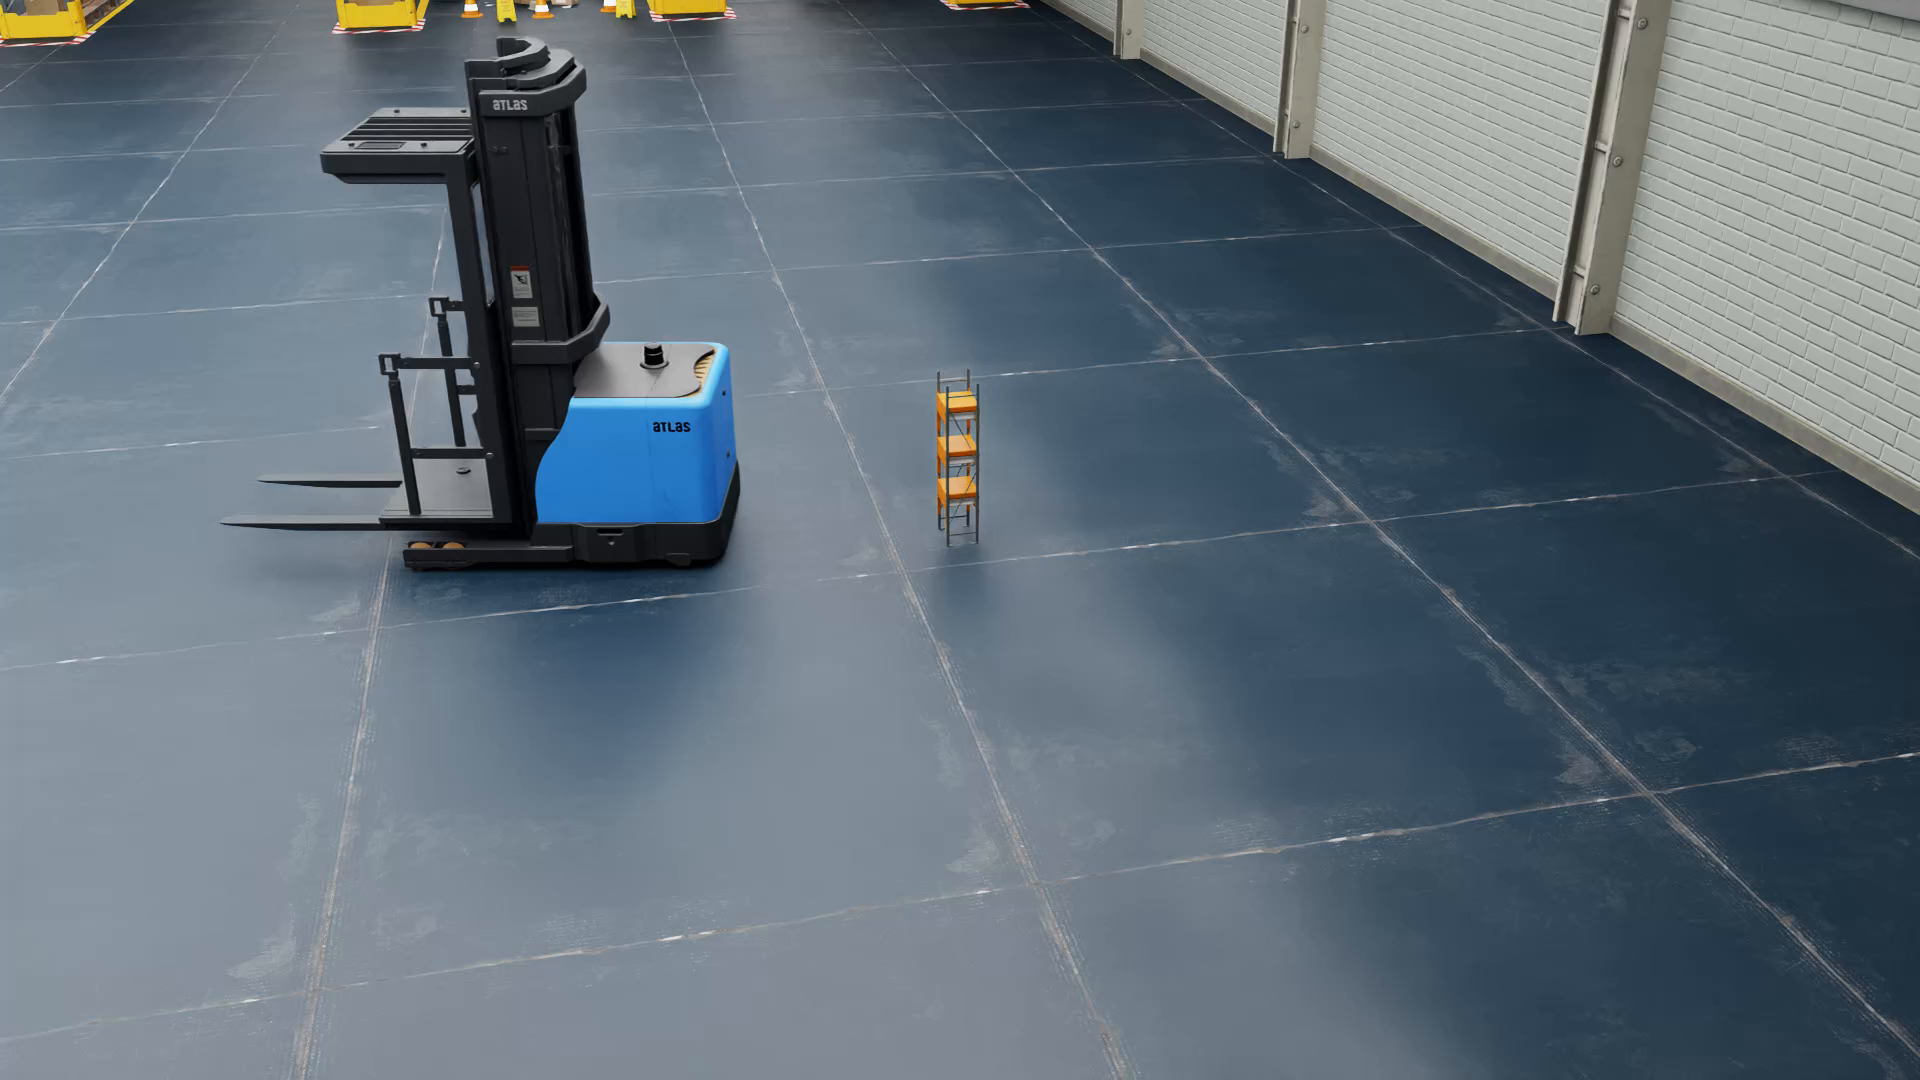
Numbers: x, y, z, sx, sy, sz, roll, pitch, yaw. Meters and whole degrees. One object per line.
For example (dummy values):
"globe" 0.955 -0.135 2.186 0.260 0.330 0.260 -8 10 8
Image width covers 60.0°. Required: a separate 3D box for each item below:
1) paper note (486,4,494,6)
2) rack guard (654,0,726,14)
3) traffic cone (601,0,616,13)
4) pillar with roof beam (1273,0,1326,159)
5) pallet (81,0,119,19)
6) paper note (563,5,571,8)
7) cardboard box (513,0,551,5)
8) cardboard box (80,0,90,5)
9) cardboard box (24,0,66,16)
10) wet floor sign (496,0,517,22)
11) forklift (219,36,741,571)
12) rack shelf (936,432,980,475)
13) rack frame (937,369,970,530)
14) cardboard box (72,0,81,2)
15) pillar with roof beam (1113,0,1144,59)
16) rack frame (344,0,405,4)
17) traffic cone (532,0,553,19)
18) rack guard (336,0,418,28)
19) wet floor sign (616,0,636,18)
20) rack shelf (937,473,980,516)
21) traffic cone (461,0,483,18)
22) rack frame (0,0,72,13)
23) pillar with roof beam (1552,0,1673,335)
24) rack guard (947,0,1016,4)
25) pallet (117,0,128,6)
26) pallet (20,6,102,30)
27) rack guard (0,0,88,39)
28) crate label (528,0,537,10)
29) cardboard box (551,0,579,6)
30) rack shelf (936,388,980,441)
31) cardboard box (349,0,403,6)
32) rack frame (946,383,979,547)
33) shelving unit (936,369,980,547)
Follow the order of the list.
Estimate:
"paper note" -7.959 -9.080 28.207 0.144 0.017 0.142 3 27 6
"rack guard" -4.487 -9.028 27.582 1.175 0.500 0.348 -6 27 -12
"traffic cone" -5.823 -9.036 27.639 0.336 0.463 0.334 -6 27 -12
"pillar with roof beam" -0.403 -7.987 16.086 9.100 9.000 0.400 -6 27 -12
"pallet" -14.562 -8.788 27.426 1.003 0.211 1.213 -6 27 -12
"paper note" -6.622 -8.998 28.043 0.148 0.019 0.142 -16 31 -29
"cardboard box" -7.332 -9.510 28.533 0.637 0.503 0.797 19 32 32
"cardboard box" -14.540 -8.987 27.035 0.500 0.500 0.500 -3 27 -7
"cardboard box" -14.249 -8.452 25.974 0.500 0.500 0.500 -1 27 -2
"wet floor sign" -7.334 -8.701 26.772 0.267 0.644 0.232 -11 29 -20
"forklift" -2.928 -1.363 9.698 3.031 2.935 1.130 0 27 0
"rack shelf" -0.012 -0.483 10.065 0.215 0.259 0.240 -6 27 -12
"rack frame" -0.040 -0.546 10.166 0.200 1.050 0.008 -6 27 -12
"cardboard box" -14.417 -8.711 26.487 0.500 0.500 0.500 1 27 2
"pillar with roof beam" -1.755 -10.621 21.305 9.100 9.000 0.400 -6 27 -12
"rack frame" -9.269 -9.564 25.869 1.000 3.000 0.127 -6 27 -12
"traffic cone" -6.828 -8.774 27.120 0.336 0.463 0.334 -6 27 -12
"rack guard" -9.264 -8.437 26.411 1.175 0.500 0.348 -6 27 -12
"wet floor sign" -5.469 -8.868 27.103 0.267 0.644 0.232 3 27 6
"rack shelf" -0.012 -0.235 10.190 0.215 0.259 0.240 -6 27 -12
"traffic cone" -8.006 -8.808 27.188 0.336 0.463 0.334 -6 27 -12
"rack frame" -14.125 -9.104 24.959 1.000 3.000 0.127 -6 27 -12
"pillar with roof beam" 0.949 -5.352 10.868 9.100 9.000 0.400 -6 27 -12
"rack guard" 0.371 -9.490 28.497 1.175 0.500 0.348 -6 27 -12
"pallet" -14.840 -9.324 28.489 1.003 0.211 1.213 -6 27 -12
"pallet" -14.290 -8.253 26.367 1.003 0.211 1.213 -6 27 -12
"rack guard" -14.142 -8.022 25.588 1.175 0.500 0.348 -6 27 -12
"crate label" -7.066 -8.967 27.864 0.250 0.136 0.298 -23 35 -38
"cardboard box" -6.733 -9.208 28.328 0.380 0.149 0.250 8 28 15
"rack shelf" -0.012 -0.736 9.937 0.215 0.259 0.240 -6 27 -12
"cardboard box" -9.487 -9.094 26.829 0.875 0.875 0.875 -6 27 -11
"rack frame" 0.015 -0.439 9.954 0.200 1.050 0.008 -6 27 -12
"shelving unit" -0.012 -0.492 10.060 0.215 1.050 0.252 -6 27 -12
